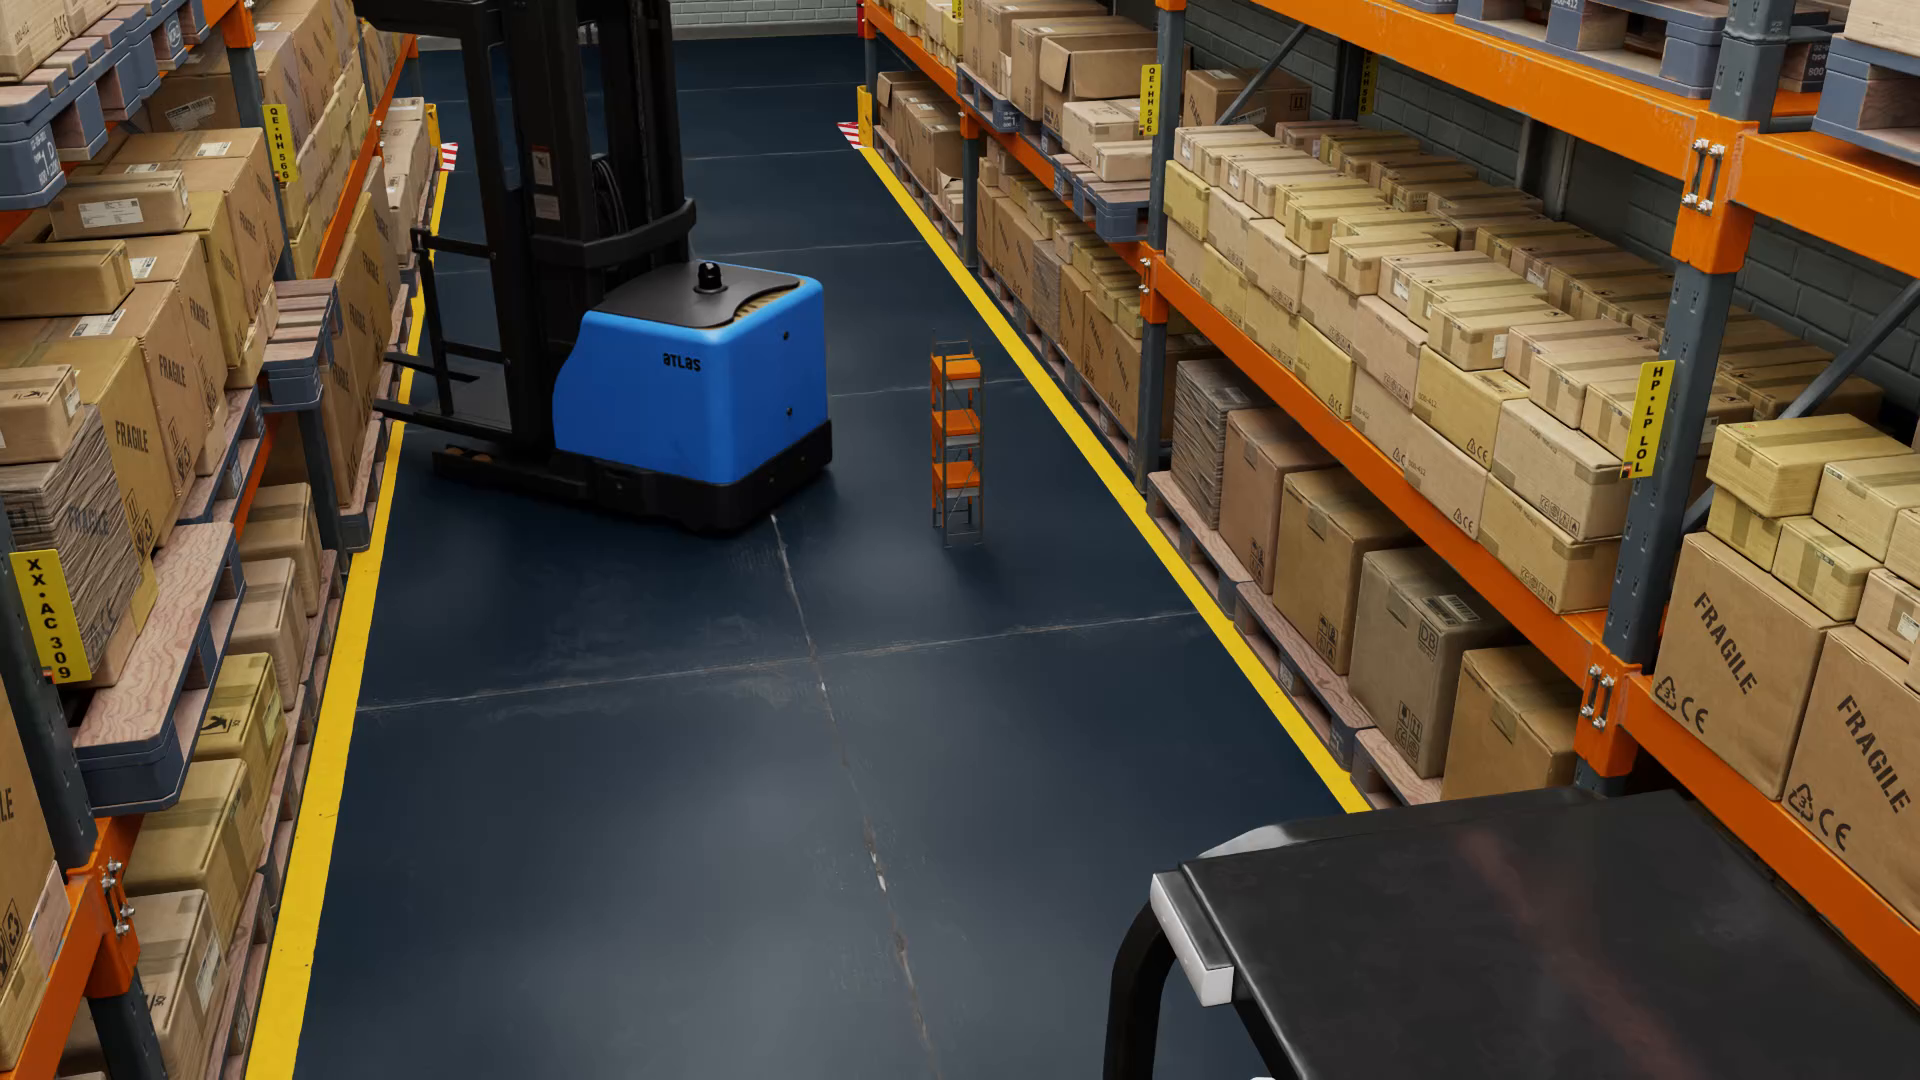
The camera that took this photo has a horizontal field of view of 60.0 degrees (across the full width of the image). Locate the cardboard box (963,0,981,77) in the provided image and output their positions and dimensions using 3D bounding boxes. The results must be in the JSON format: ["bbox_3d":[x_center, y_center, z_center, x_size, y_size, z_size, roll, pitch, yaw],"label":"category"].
[{"bbox_3d":[0.413,-3.400,11.079,0.700,0.500,0.500,-5,27,-10],"label":"cardboard box"}]

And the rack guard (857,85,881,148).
[{"bbox_3d":[-0.362,-4.009,15.638,1.175,0.500,0.348,-6,27,-12],"label":"rack guard"}]

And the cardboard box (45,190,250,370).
[{"bbox_3d":[-2.796,-0.887,5.771,0.500,0.500,0.500,-8,28,-15],"label":"cardboard box"}]

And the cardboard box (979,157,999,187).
[{"bbox_3d":[0.343,-2.579,11.619,0.380,0.149,0.250,-5,27,-9],"label":"cardboard box"}]

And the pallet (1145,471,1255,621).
[{"bbox_3d":[1.571,-0.036,8.088,1.003,0.211,1.213,-6,27,-12],"label":"pallet"}]

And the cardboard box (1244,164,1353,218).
[{"bbox_3d":[1.424,-1.470,7.003,0.380,0.149,0.250,-6,27,-11],"label":"cardboard box"}]

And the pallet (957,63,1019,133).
[{"bbox_3d":[0.596,-2.955,10.988,1.003,0.211,1.213,-6,27,-12],"label":"pallet"}]

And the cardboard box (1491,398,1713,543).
[{"bbox_3d":[1.965,-0.236,5.001,0.500,0.250,0.500,-7,28,-13],"label":"cardboard box"}]

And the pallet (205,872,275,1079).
[{"bbox_3d":[-2.687,1.518,5.007,1.003,0.211,1.213,-6,27,-12],"label":"pallet"}]

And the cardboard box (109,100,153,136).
[{"bbox_3d":[-3.783,-1.832,7.331,0.500,0.500,0.500,-7,28,-13],"label":"cardboard box"}]

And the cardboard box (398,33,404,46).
[{"bbox_3d":[-4.624,-4.066,12.866,0.500,0.500,0.500,-5,27,-10],"label":"cardboard box"}]

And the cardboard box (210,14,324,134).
[{"bbox_3d":[-3.507,-2.319,8.294,0.500,0.500,0.500,-5,27,-10],"label":"cardboard box"}]

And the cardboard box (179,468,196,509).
[{"bbox_3d":[-2.584,-0.188,5.106,0.380,0.149,0.250,-6,27,-11],"label":"cardboard box"}]

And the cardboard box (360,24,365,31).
[{"bbox_3d":[-4.185,-3.621,10.875,0.500,0.500,0.500,-6,27,-11],"label":"cardboard box"}]

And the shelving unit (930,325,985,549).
[{"bbox_3d":[-0.012,-0.492,8.060,0.215,1.050,0.252,-6,27,-12],"label":"shelving unit"}]

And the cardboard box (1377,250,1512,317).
[{"bbox_3d":[1.715,-0.910,5.893,0.380,0.149,0.250,-6,27,-11],"label":"cardboard box"}]

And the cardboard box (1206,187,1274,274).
[{"bbox_3d":[1.397,-1.363,7.233,0.500,0.250,0.500,-5,27,-10],"label":"cardboard box"}]

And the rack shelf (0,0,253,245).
[{"bbox_3d":[-2.961,-1.281,4.928,1.077,0.370,4.000,-6,27,-12],"label":"rack shelf"}]

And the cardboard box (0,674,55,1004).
[{"bbox_3d":[-2.168,0.608,3.276,0.500,0.500,0.500,-7,28,-13],"label":"cardboard box"}]

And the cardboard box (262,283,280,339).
[{"bbox_3d":[-2.877,-0.880,6.477,0.380,0.149,0.250,-6,27,-12],"label":"cardboard box"}]

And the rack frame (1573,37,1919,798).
[{"bbox_3d":[2.325,0.110,4.704,1.000,3.000,0.127,-6,27,-12],"label":"rack frame"}]

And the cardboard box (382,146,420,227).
[{"bbox_3d":[-4.553,-2.620,12.489,0.875,0.438,0.875,-7,28,-13],"label":"cardboard box"}]

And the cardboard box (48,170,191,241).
[{"bbox_3d":[-2.768,-1.106,5.485,0.380,0.149,0.250,-7,28,-14],"label":"cardboard box"}]

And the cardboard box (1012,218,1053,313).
[{"bbox_3d":[0.649,-1.787,10.769,0.500,0.500,0.500,-7,28,-13],"label":"cardboard box"}]

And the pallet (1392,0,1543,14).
[{"bbox_3d":[1.918,-2.122,6.005,1.003,0.211,1.213,-5,27,-9],"label":"pallet"}]

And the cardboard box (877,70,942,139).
[{"bbox_3d":[-0.334,-3.953,15.058,0.797,0.503,0.637,-7,28,-14],"label":"cardboard box"}]

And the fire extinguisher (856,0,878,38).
[{"bbox_3d":[-0.863,-4.975,15.278,0.296,0.674,0.183,-6,27,-12],"label":"fire extinguisher"}]

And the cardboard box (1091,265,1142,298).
[{"bbox_3d":[0.957,-1.435,9.353,0.380,0.149,0.250,-7,28,-13],"label":"cardboard box"}]

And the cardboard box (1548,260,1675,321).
[{"bbox_3d":[2.281,-0.856,5.785,0.380,0.149,0.250,-6,27,-12],"label":"cardboard box"}]

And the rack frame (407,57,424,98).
[{"bbox_3d":[-5.215,-4.653,14.139,1.000,3.000,0.127,-6,27,-12],"label":"rack frame"}]

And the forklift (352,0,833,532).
[{"bbox_3d":[-2.240,-1.794,8.552,3.031,2.935,1.130,13,29,23],"label":"forklift"}]

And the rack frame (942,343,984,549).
[{"bbox_3d":[0.015,-0.439,7.954,0.200,1.050,0.008,-6,27,-12],"label":"rack frame"}]

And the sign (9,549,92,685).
[{"bbox_3d":[-1.983,0.170,3.623,0.100,0.325,0.005,-6,27,-12],"label":"sign"}]

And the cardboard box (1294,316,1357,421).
[{"bbox_3d":[1.632,-0.685,6.445,0.500,0.250,0.500,-5,27,-10],"label":"cardboard box"}]

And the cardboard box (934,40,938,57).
[{"bbox_3d":[0.009,-3.746,12.622,0.380,0.149,0.250,-5,27,-10],"label":"cardboard box"}]

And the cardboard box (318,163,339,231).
[{"bbox_3d":[-3.522,-1.769,8.592,0.500,0.250,0.500,-5,27,-10],"label":"cardboard box"}]

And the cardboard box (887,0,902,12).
[{"bbox_3d":[-0.309,-4.554,13.781,0.500,0.250,0.500,-6,27,-13],"label":"cardboard box"}]

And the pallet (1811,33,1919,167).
[{"bbox_3d":[2.542,-0.818,3.312,1.003,0.211,1.213,-6,27,-12],"label":"pallet"}]

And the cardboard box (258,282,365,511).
[{"bbox_3d":[-3.487,-0.691,8.183,0.875,0.875,0.875,-6,27,-12],"label":"cardboard box"}]

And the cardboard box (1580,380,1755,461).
[{"bbox_3d":[2.031,-0.352,4.788,0.380,0.149,0.250,-5,27,-10],"label":"cardboard box"}]

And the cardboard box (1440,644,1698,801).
[{"bbox_3d":[2.196,0.754,5.596,0.875,0.625,0.625,-5,27,-9],"label":"cardboard box"}]

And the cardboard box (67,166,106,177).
[{"bbox_3d":[-3.412,-1.057,6.107,0.500,0.500,0.500,-5,27,-9],"label":"cardboard box"}]

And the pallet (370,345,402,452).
[{"bbox_3d":[-3.788,-0.784,9.569,1.003,0.211,1.213,-6,27,-12],"label":"pallet"}]

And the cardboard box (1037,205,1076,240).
[{"bbox_3d":[0.699,-2.012,10.496,0.380,0.149,0.250,-5,27,-10],"label":"cardboard box"}]

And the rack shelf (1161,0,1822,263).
[{"bbox_3d":[1.874,-1.786,5.930,1.077,0.370,4.000,-6,27,-12],"label":"rack shelf"}]

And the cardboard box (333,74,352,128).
[{"bbox_3d":[-3.735,-2.439,9.364,0.500,0.250,0.500,-5,27,-10],"label":"cardboard box"}]

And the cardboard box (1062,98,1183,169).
[{"bbox_3d":[0.870,-2.197,8.975,0.500,0.250,0.500,-7,28,-14],"label":"cardboard box"}]

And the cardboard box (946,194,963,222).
[{"bbox_3d":[0.110,-2.532,12.635,0.380,0.149,0.250,-7,28,-13],"label":"cardboard box"}]

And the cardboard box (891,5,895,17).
[{"bbox_3d":[-0.380,-4.538,14.191,0.380,0.149,0.250,-5,27,-10],"label":"cardboard box"}]

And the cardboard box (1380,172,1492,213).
[{"bbox_3d":[1.967,-1.412,6.887,0.380,0.149,0.250,-6,27,-12],"label":"cardboard box"}]

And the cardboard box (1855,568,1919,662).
[{"bbox_3d":[2.286,0.167,3.759,0.380,0.149,0.250,-6,27,-12],"label":"cardboard box"}]

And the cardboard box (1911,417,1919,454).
[{"bbox_3d":[2.691,-0.248,4.251,0.380,0.149,0.250,-6,27,-11],"label":"cardboard box"}]

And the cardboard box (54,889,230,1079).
[{"bbox_3d":[-2.631,1.371,4.655,0.950,0.372,0.625,-6,27,-11],"label":"cardboard box"}]
